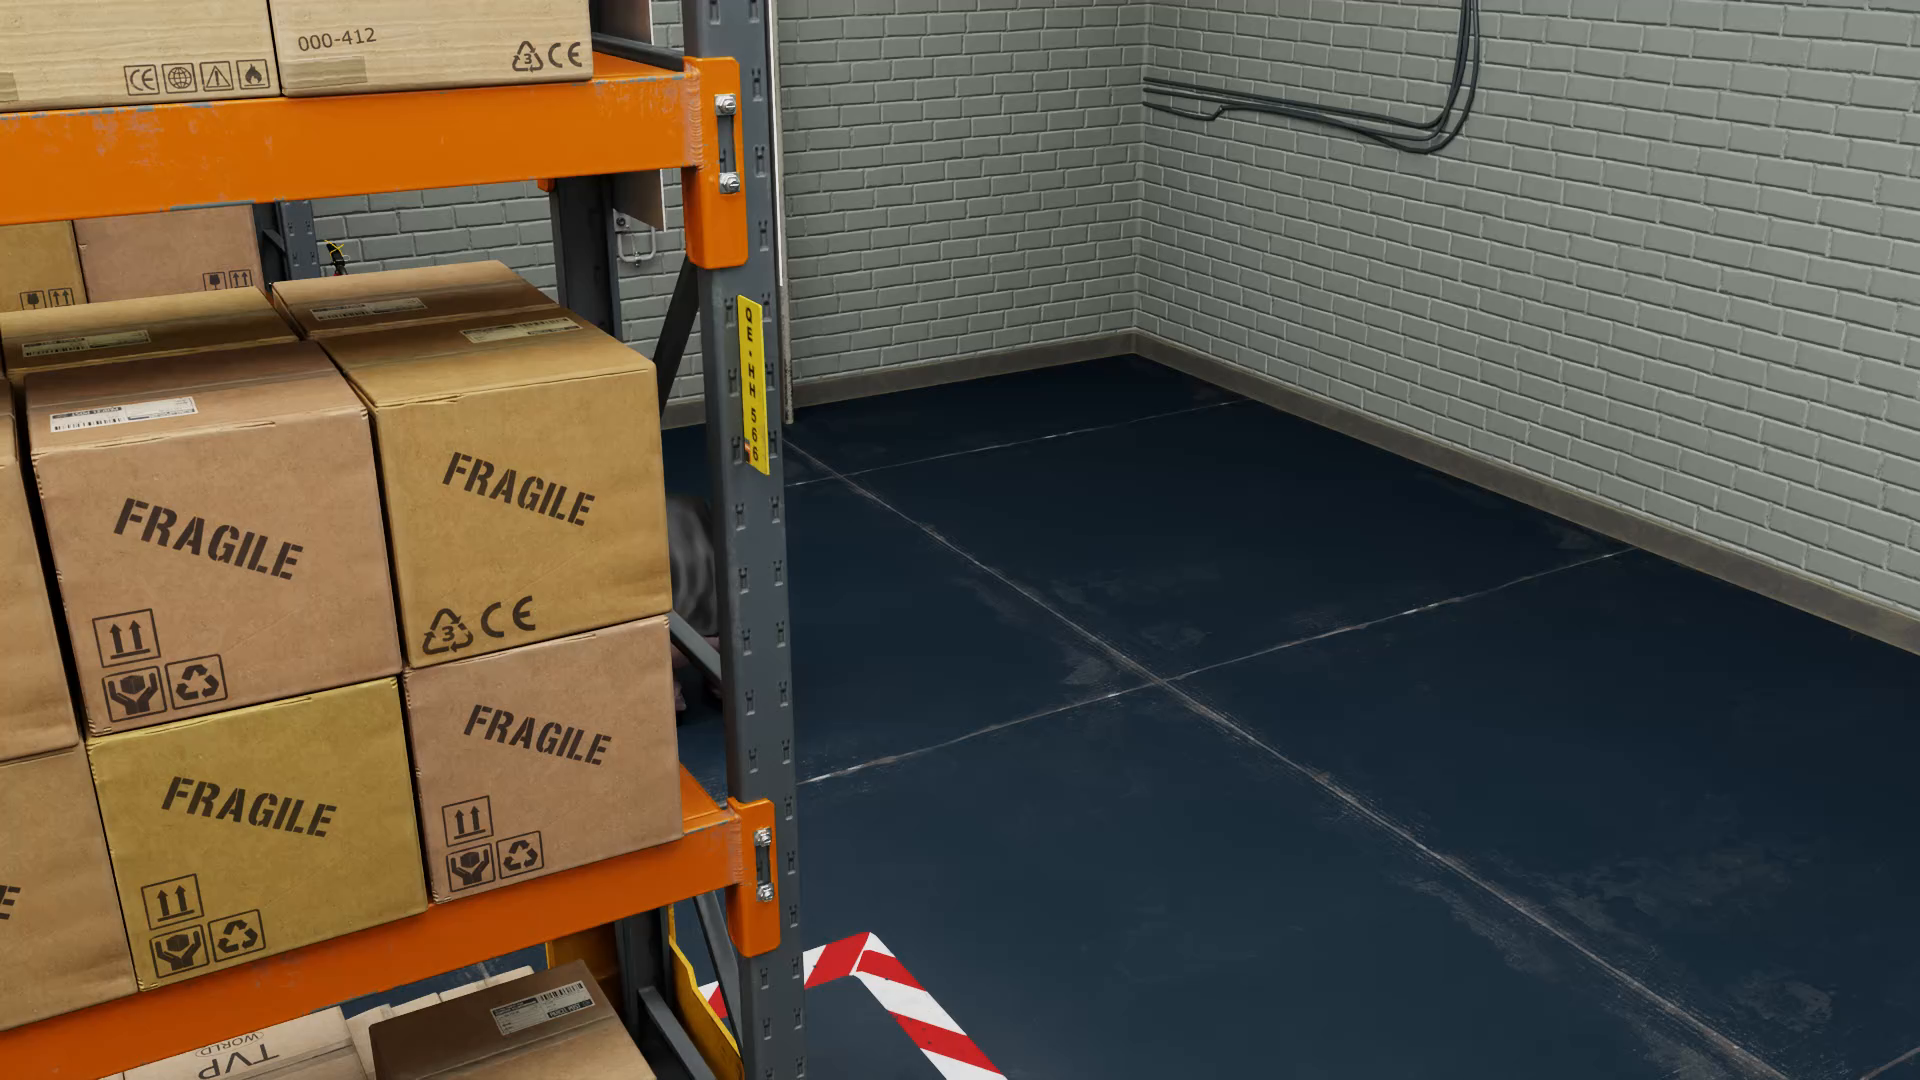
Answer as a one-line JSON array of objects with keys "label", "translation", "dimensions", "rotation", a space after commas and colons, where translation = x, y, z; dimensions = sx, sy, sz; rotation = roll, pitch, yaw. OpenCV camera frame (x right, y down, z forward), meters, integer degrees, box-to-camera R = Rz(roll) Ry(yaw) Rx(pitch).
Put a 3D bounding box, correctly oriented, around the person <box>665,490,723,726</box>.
[{"label": "person", "translation": [-1.167, 0.234, 6.703], "dimensions": [0.529, 0.870, 0.856], "rotation": [-12, 25, -28]}]
